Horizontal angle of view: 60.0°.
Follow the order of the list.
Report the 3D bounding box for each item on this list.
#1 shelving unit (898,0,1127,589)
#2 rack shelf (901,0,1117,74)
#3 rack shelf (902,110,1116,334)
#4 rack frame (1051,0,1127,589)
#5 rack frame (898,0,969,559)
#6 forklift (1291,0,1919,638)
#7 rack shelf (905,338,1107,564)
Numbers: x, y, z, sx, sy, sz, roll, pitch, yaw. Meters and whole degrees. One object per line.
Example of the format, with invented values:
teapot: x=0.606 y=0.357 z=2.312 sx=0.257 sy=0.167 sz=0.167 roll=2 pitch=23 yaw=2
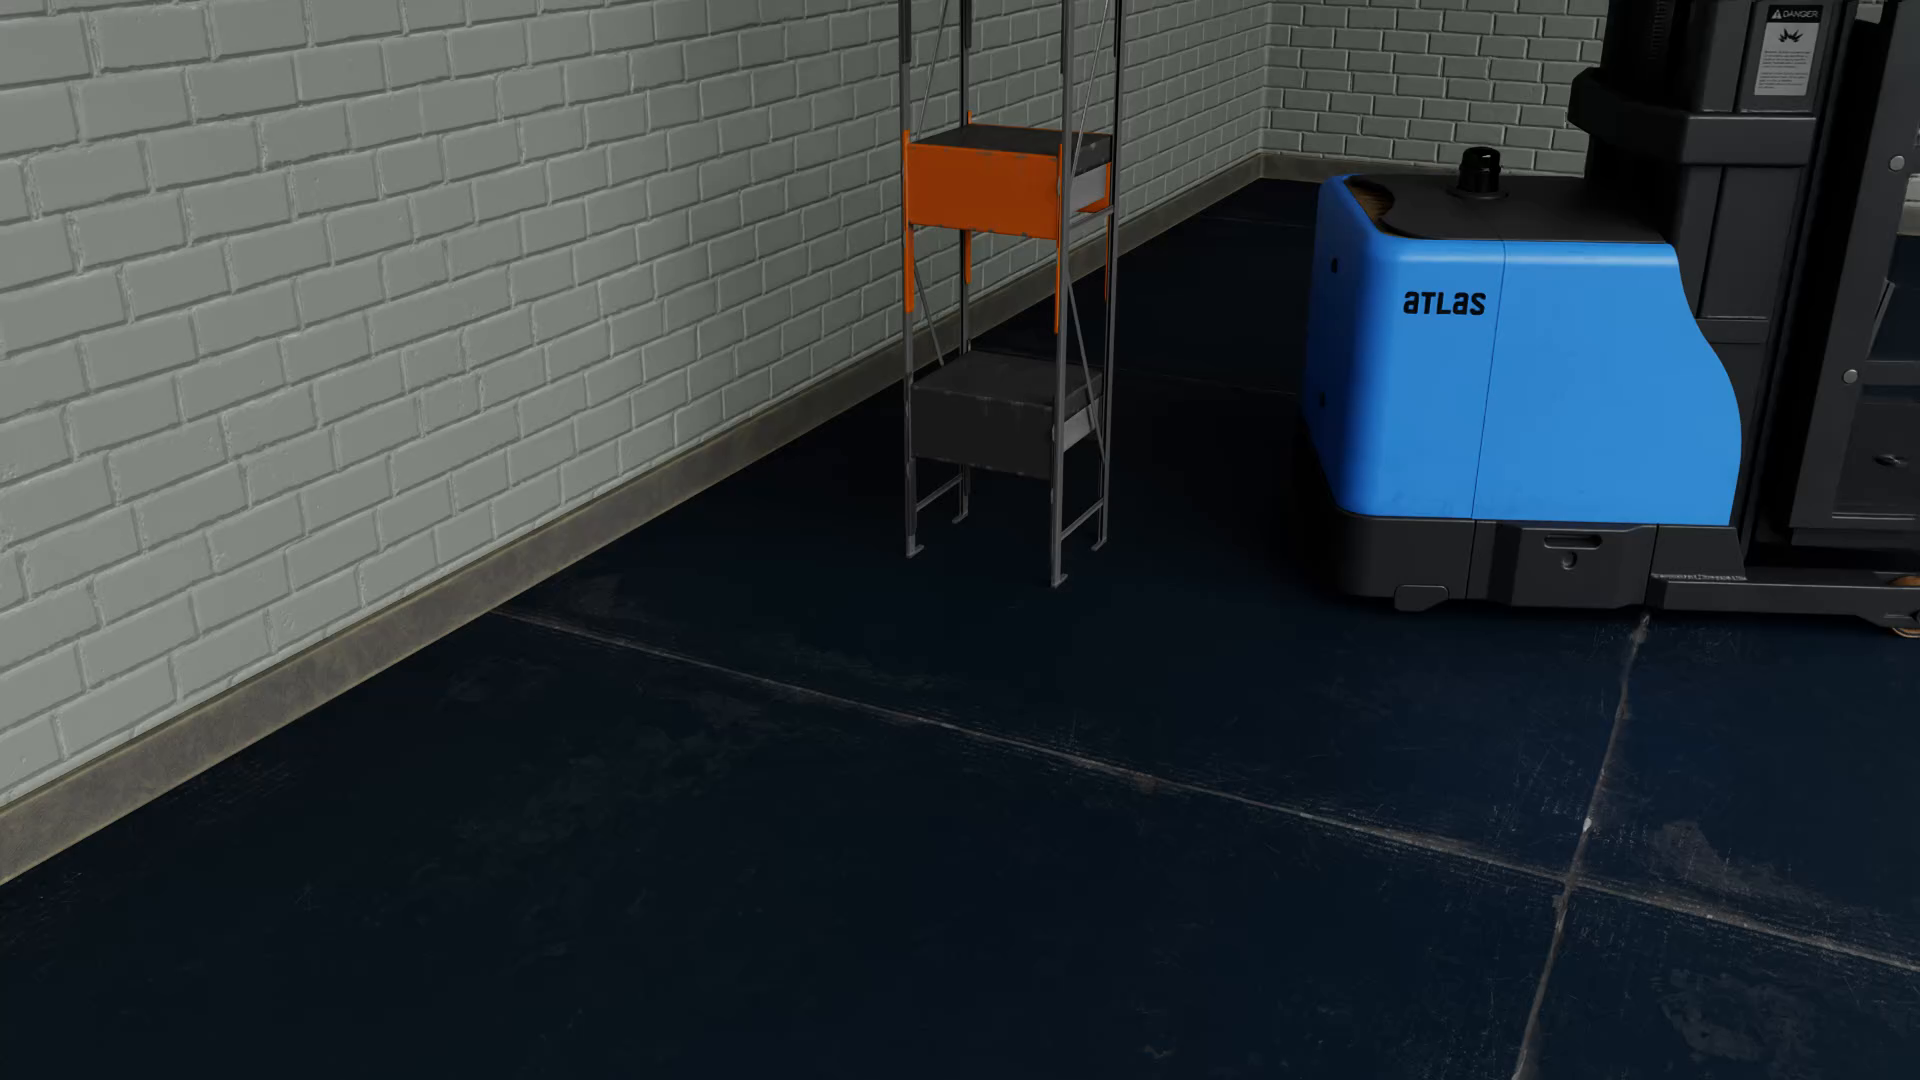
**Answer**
shelving unit: x=0.148 y=-0.937 z=4.770 sx=0.503 sy=2.100 sz=0.431 roll=11 pitch=25 yaw=25
rack shelf: x=0.148 y=-1.569 z=4.502 sx=0.480 sy=0.518 sz=0.431 roll=11 pitch=25 yaw=25
rack shelf: x=0.148 y=-0.924 z=4.776 sx=0.480 sy=0.518 sz=0.431 roll=11 pitch=25 yaw=25
rack frame: x=0.365 y=-0.894 z=4.669 sx=0.015 sy=2.100 sz=0.400 roll=11 pitch=25 yaw=25
rack frame: x=-0.070 y=-0.980 z=4.872 sx=0.015 sy=2.100 sz=0.400 roll=11 pitch=25 yaw=25
forklift: x=2.589 y=-1.288 z=4.533 sx=3.031 sy=2.935 sz=1.130 roll=2 pitch=23 yaw=4
rack shelf: x=0.148 y=-0.280 z=5.050 sx=0.480 sy=0.518 sz=0.431 roll=11 pitch=25 yaw=25
